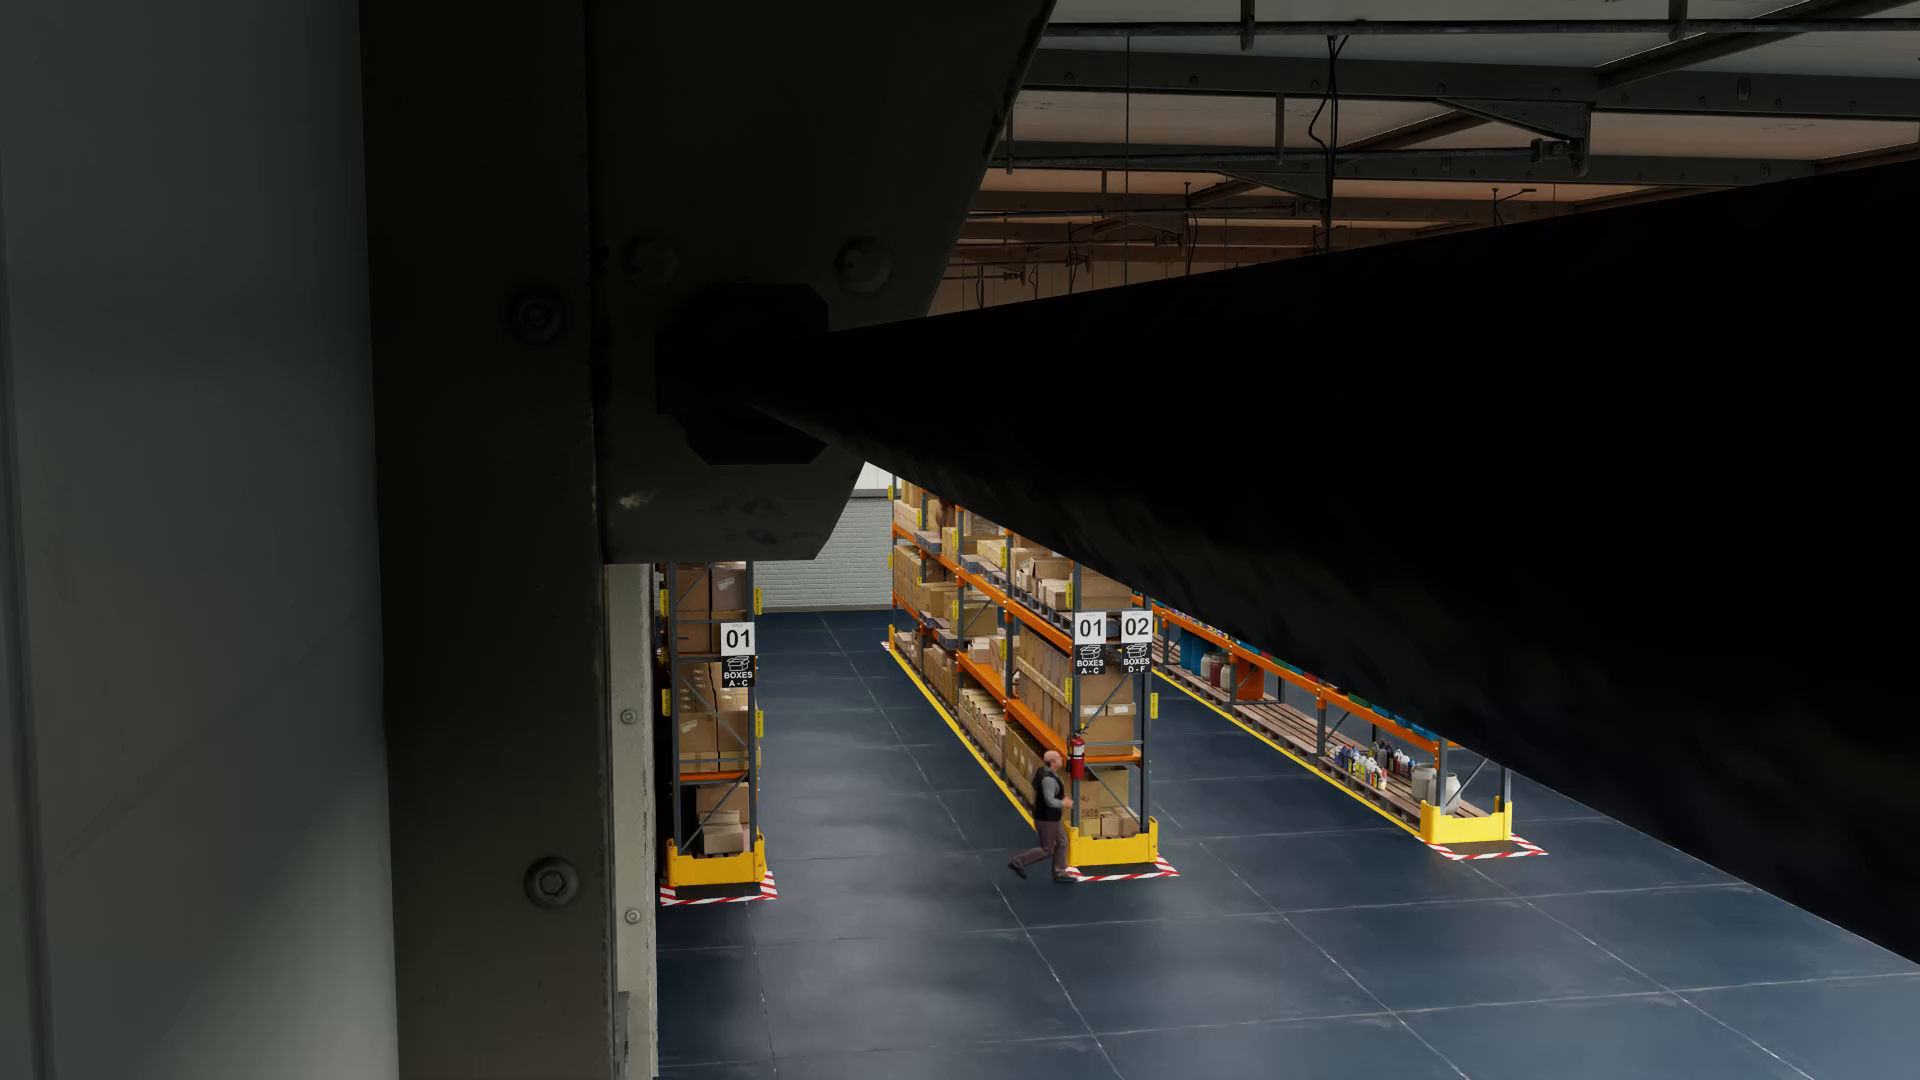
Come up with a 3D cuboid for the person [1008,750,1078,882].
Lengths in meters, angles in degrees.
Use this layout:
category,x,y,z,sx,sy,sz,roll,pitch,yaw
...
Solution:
category,x,y,z,sx,sy,sz,roll,pitch,yaw
person,1.014,3.348,20.004,0.864,1.683,0.696,0,6,-2
